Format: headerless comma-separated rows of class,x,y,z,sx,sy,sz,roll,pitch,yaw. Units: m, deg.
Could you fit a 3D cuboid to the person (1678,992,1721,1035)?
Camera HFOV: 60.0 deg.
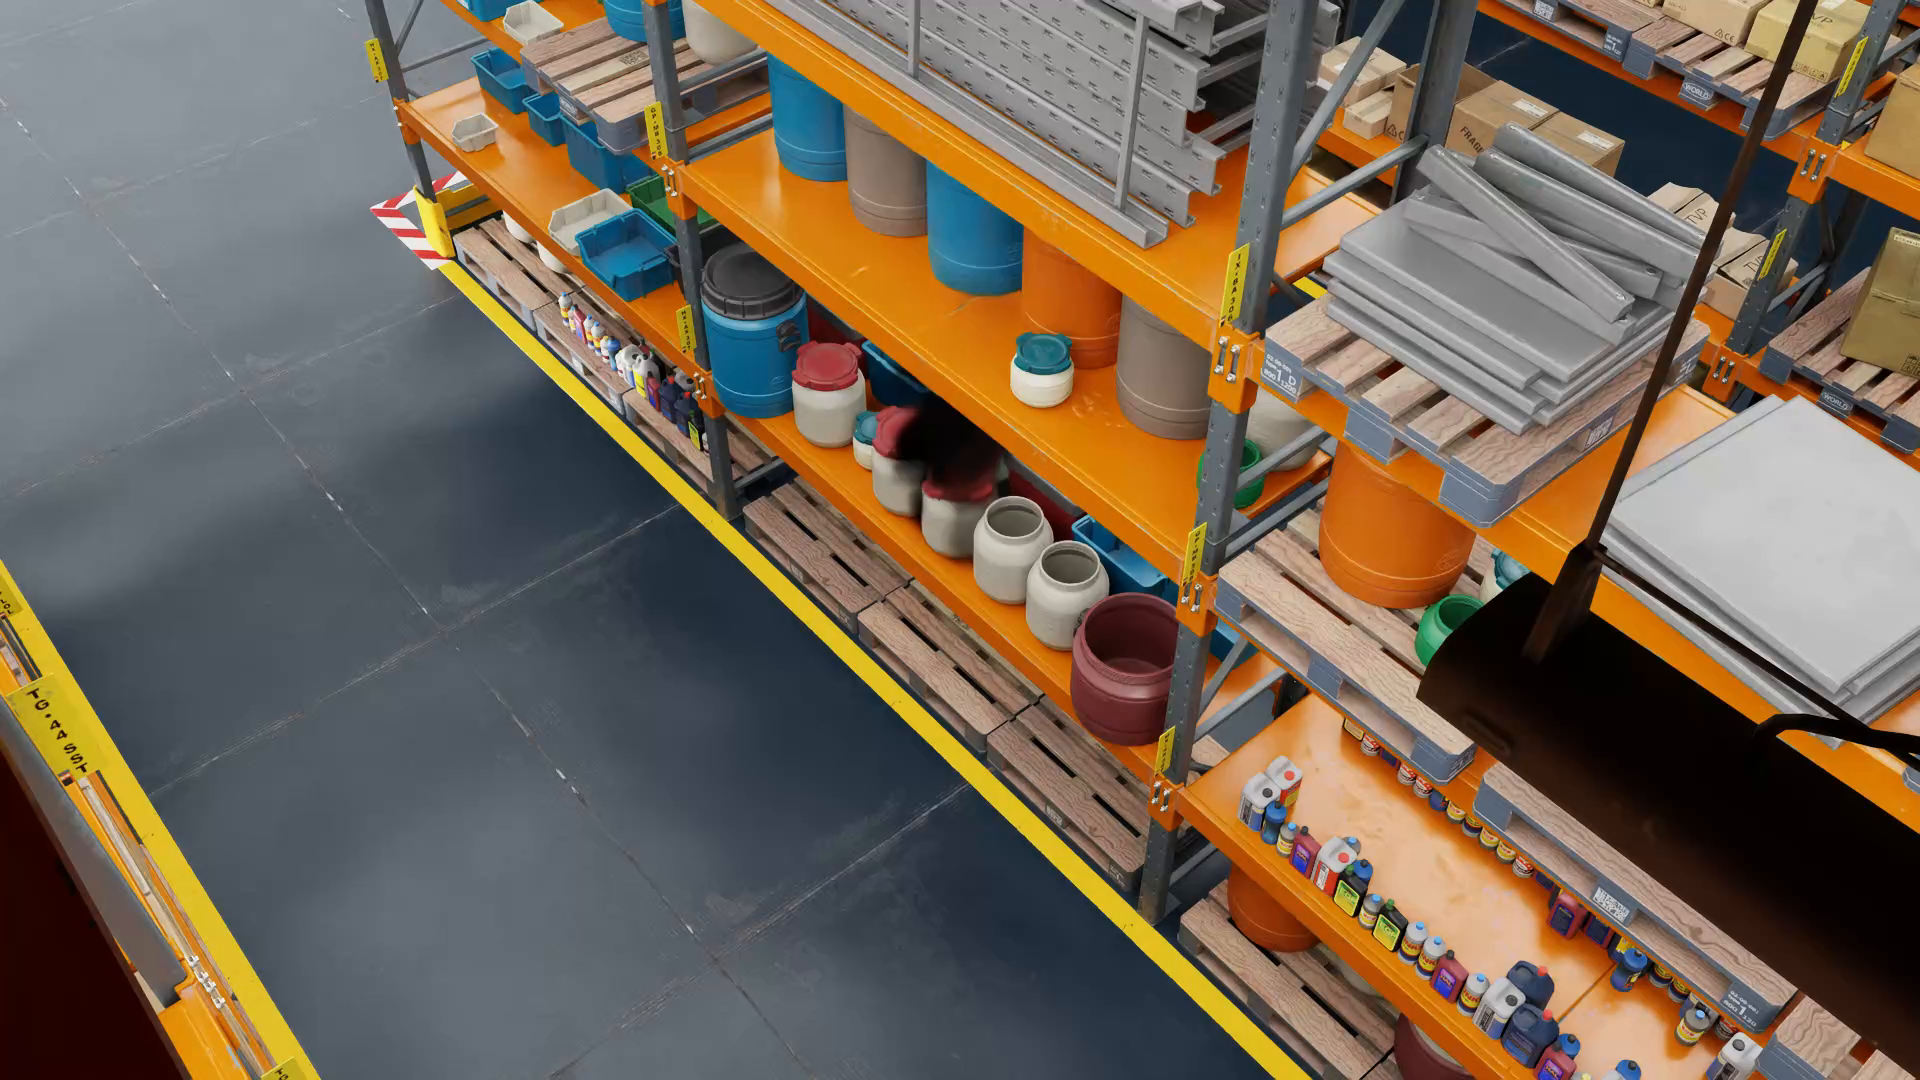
person,2.504,5.723,4.416,2.341,1.634,9.238,-3,47,-3
